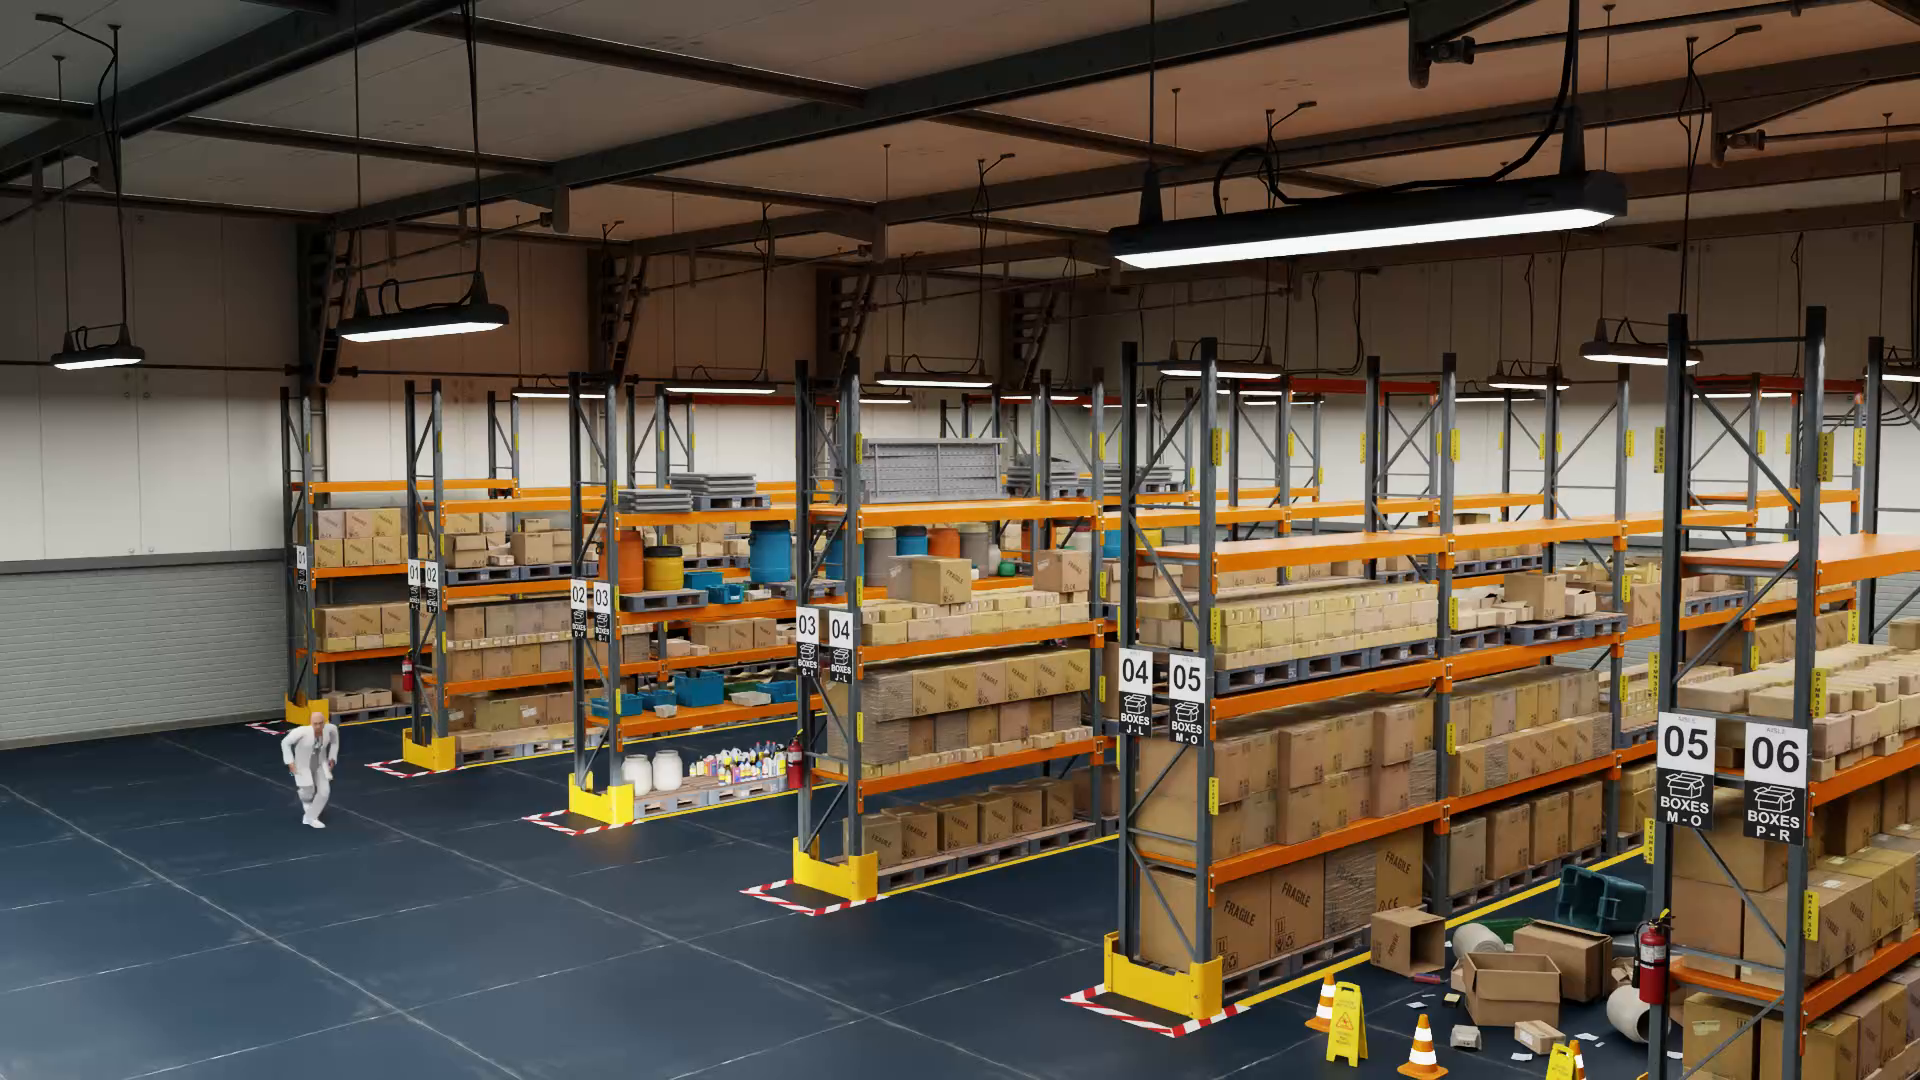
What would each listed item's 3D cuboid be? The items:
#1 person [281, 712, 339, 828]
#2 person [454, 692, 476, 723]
[{"bbox_3d":[-8.550,2.992,21.835,0.728,1.580,0.975,-3,5,-37],"label":"person"},{"bbox_3d":[-8.416,2.554,28.048,0.605,1.657,0.951,2,4,29],"label":"person"}]
